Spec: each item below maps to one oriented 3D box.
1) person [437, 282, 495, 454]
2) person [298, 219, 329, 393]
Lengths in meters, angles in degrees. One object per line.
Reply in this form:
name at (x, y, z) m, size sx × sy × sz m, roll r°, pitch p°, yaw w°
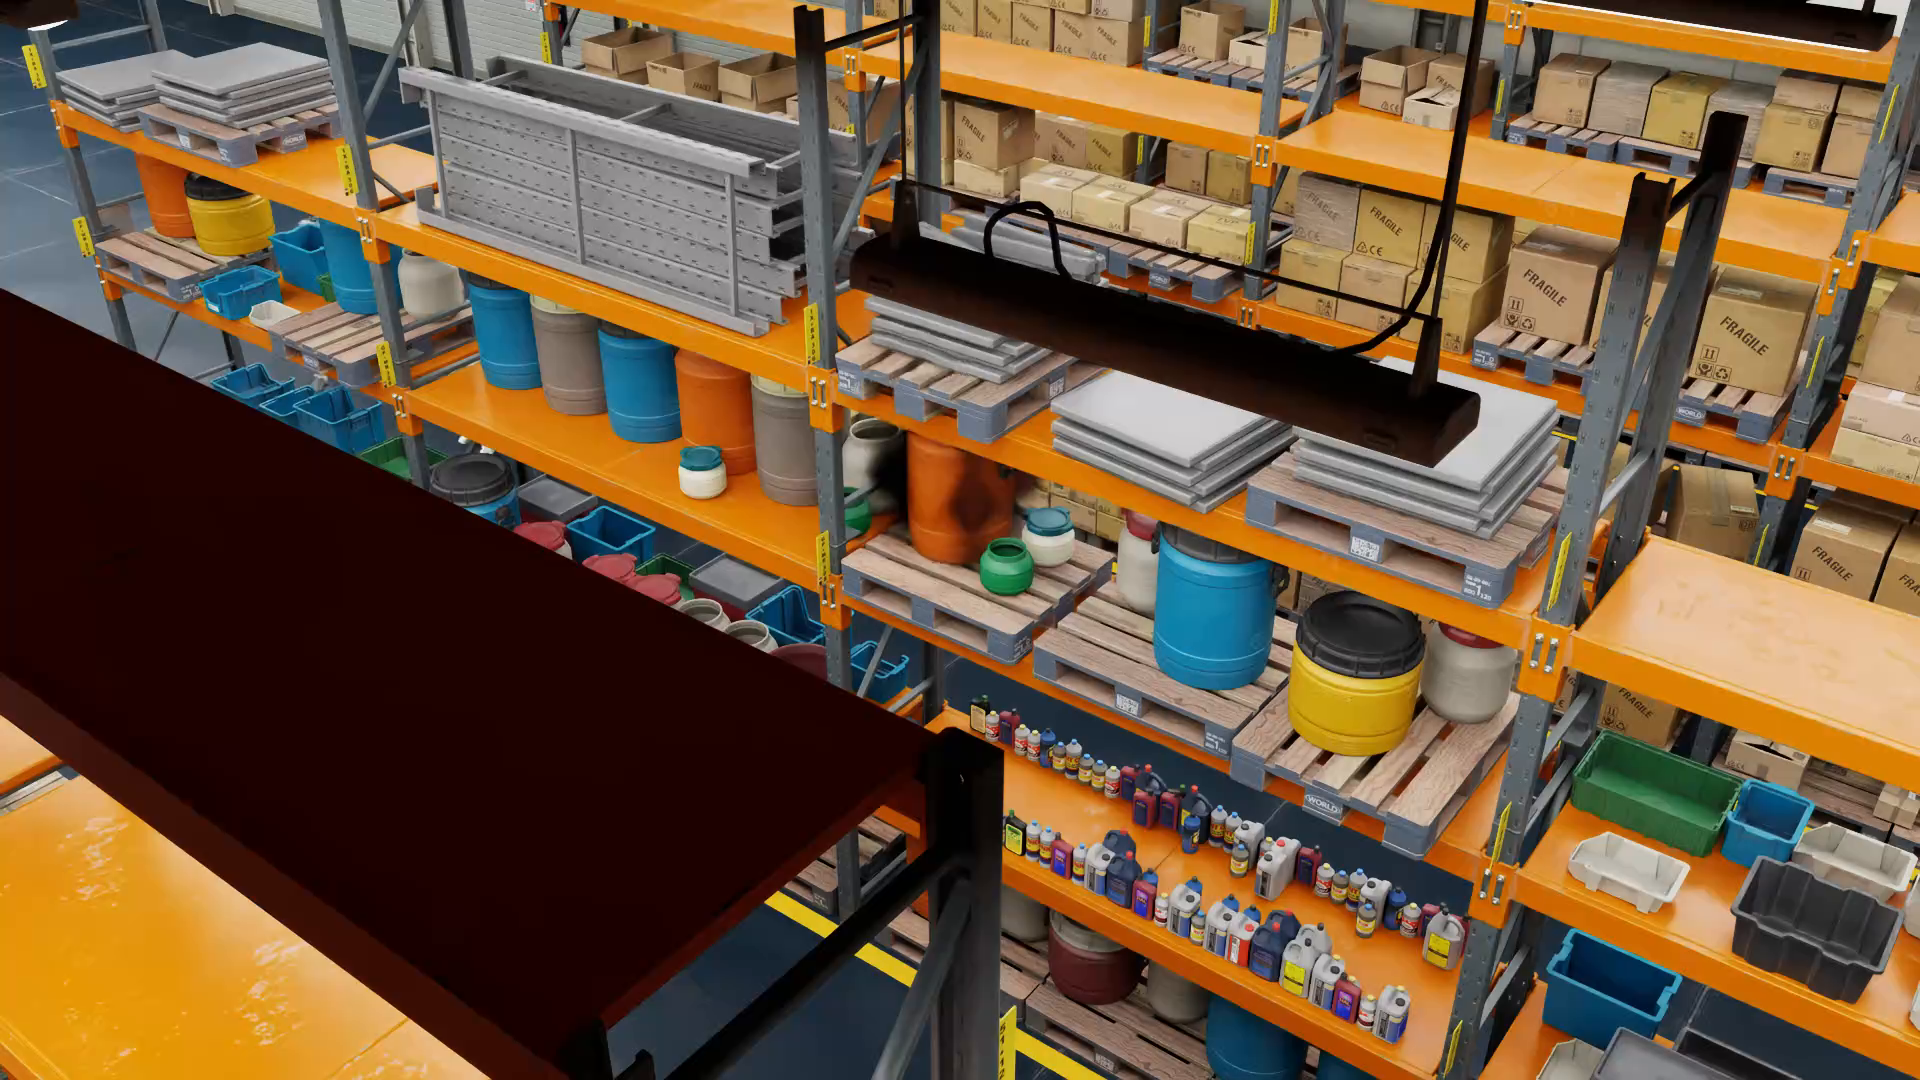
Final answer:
person at (-4.891, -1.695, 16.358) m, size 0.630 × 1.776 × 0.613 m, roll 8°, pitch 32°, yaw 13°
person at (-6.865, -2.559, 17.718) m, size 0.496 × 1.736 × 0.991 m, roll 16°, pitch 35°, yaw 25°
